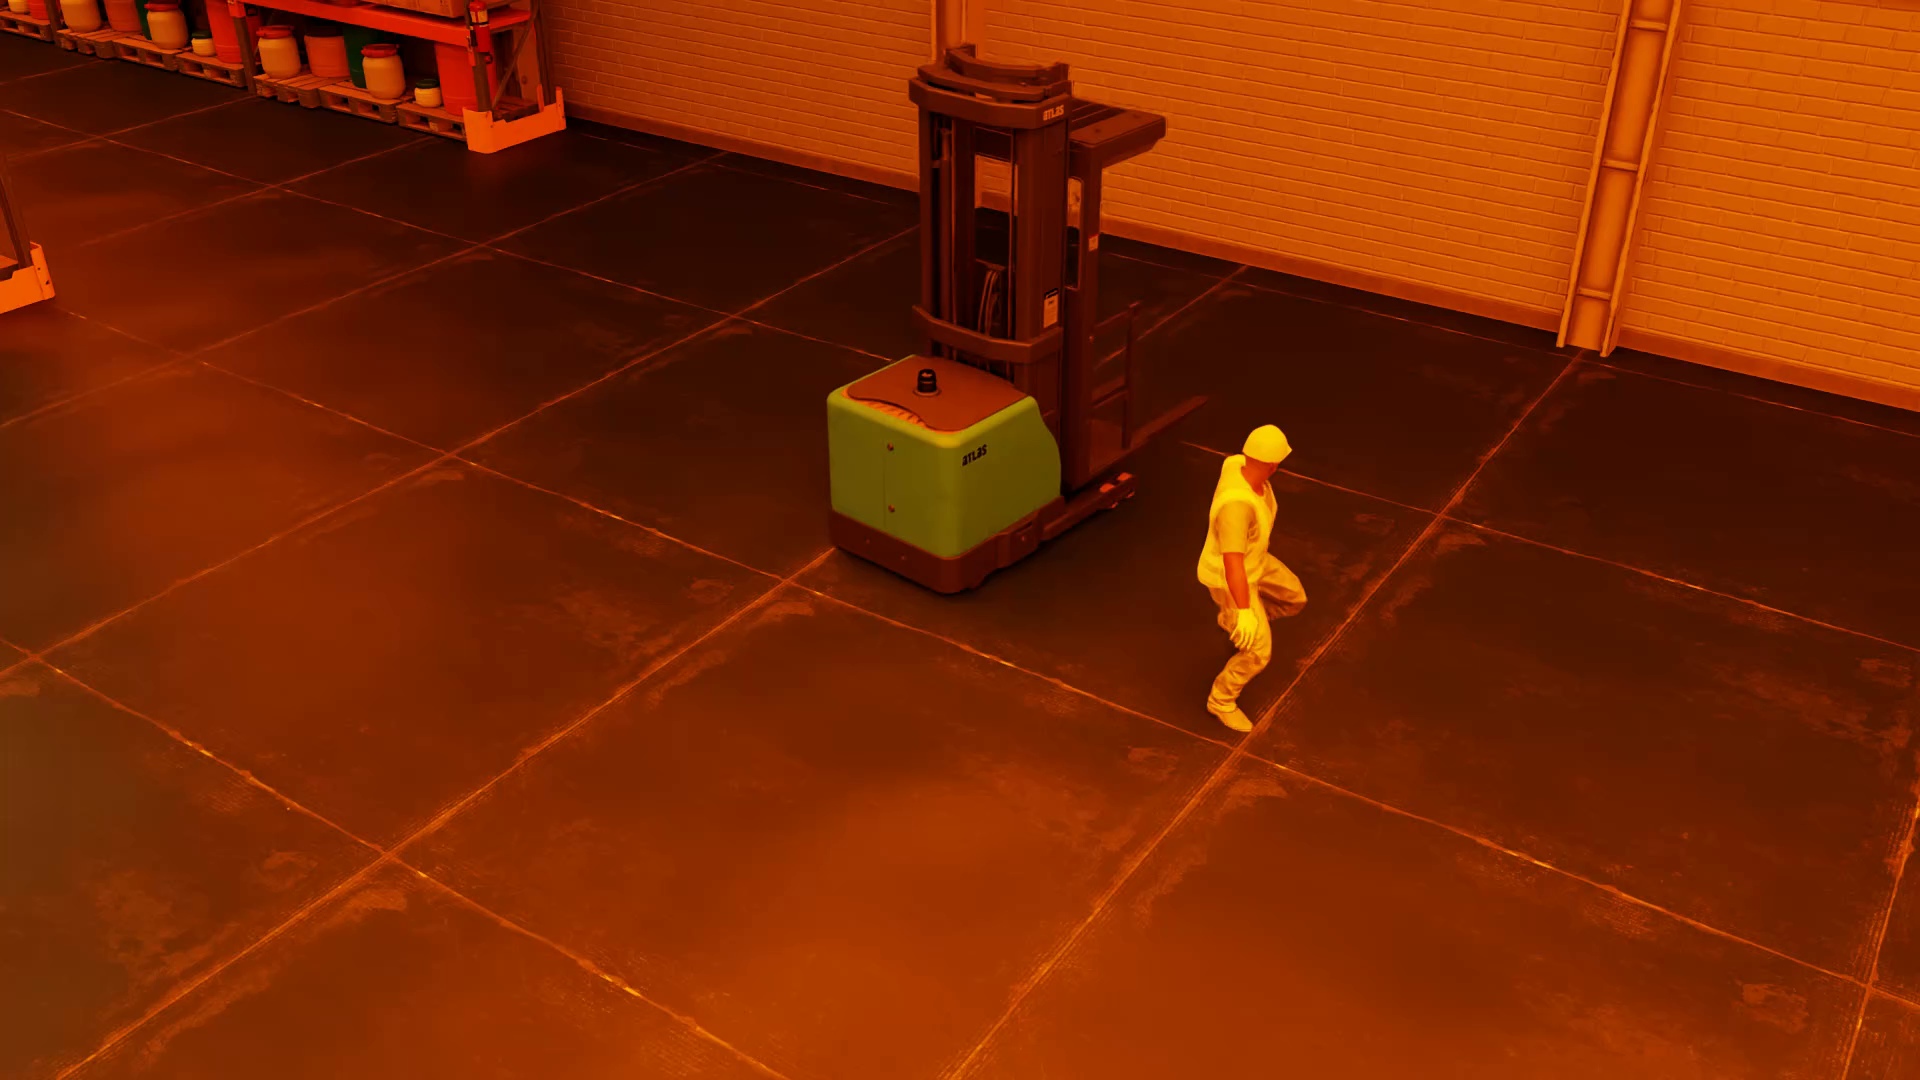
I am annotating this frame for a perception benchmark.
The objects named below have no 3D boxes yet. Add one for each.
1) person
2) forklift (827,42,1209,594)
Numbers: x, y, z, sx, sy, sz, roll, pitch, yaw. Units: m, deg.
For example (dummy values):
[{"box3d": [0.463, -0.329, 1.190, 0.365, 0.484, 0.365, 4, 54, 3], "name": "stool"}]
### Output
[{"box3d": [1.498, 0.152, 8.630, 0.524, 1.659, 1.033, 14, 33, 23], "name": "person"}, {"box3d": [0.531, -1.615, 10.363, 1.130, 2.935, 3.031, 23, 37, 34], "name": "forklift"}]
